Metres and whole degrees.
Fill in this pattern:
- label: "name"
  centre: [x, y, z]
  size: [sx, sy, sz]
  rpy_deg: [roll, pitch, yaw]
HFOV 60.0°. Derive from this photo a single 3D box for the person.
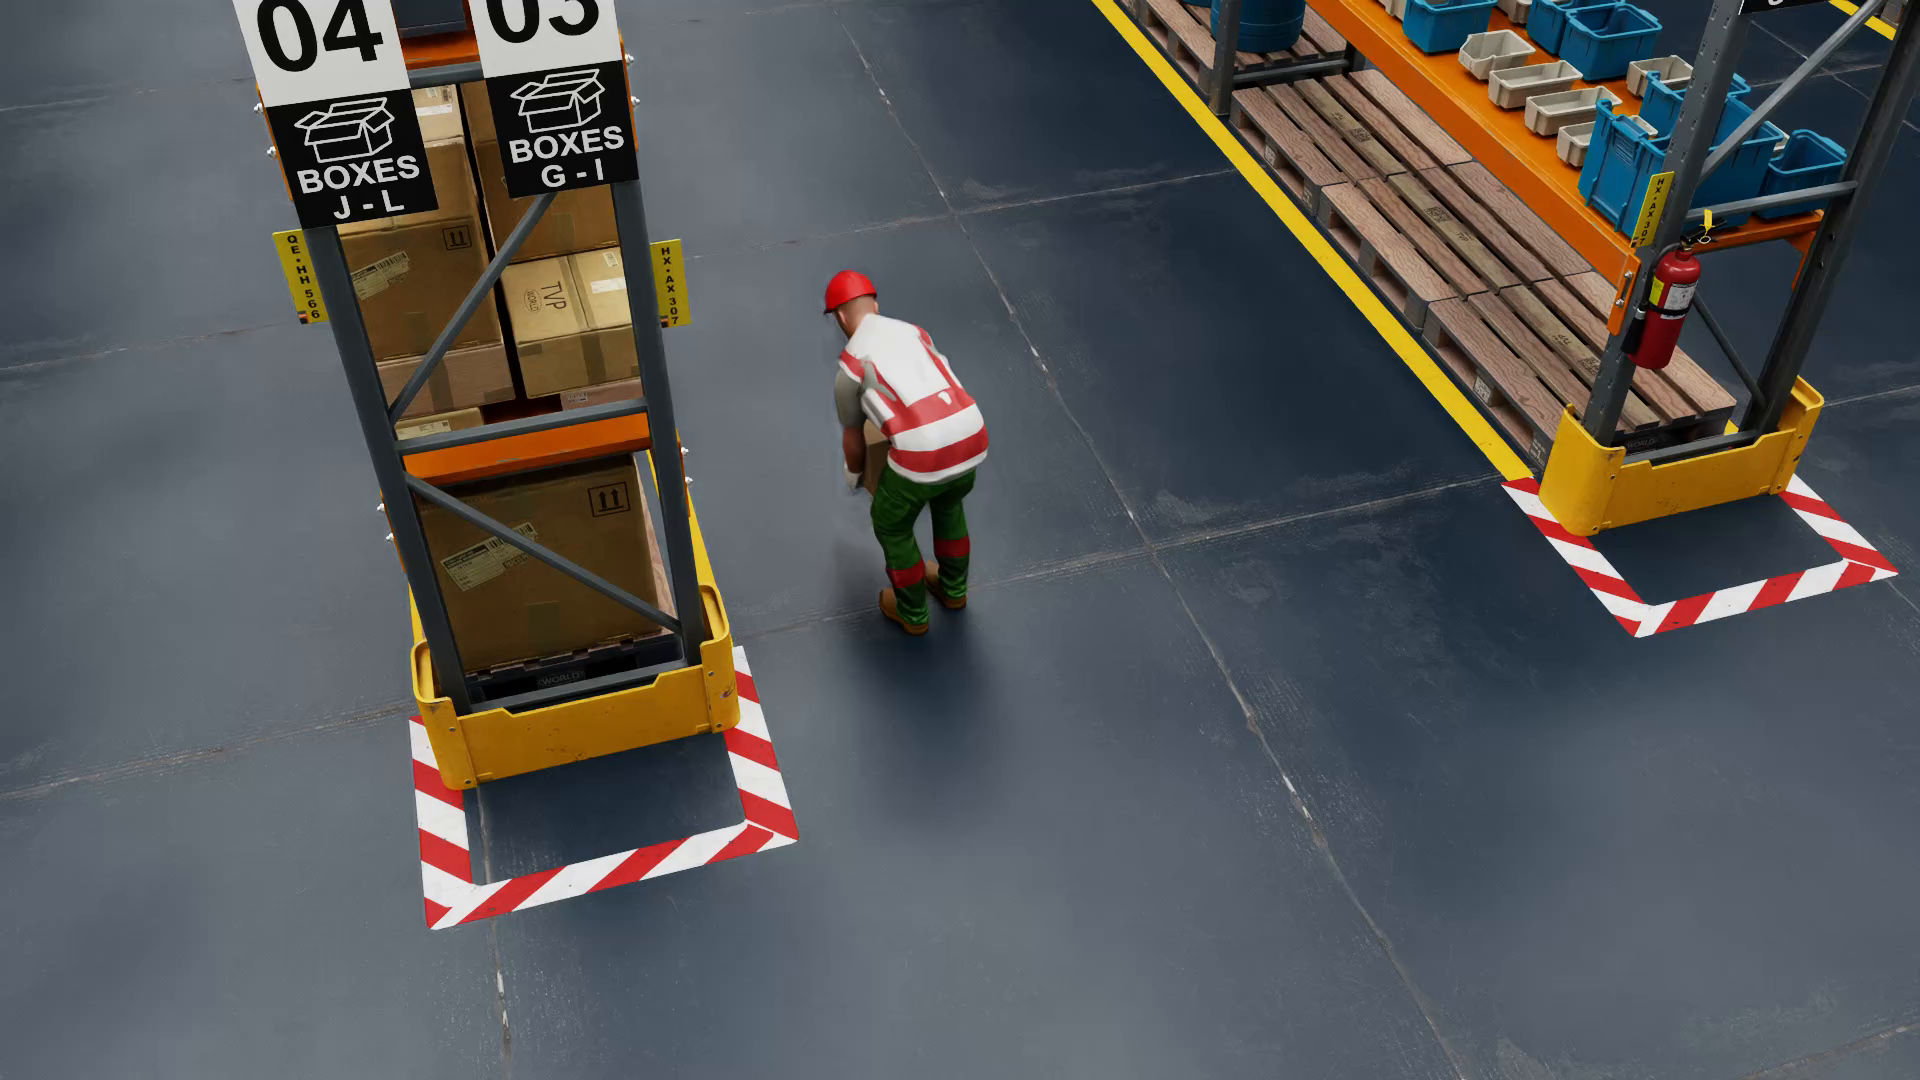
- label: "person"
  centre: [-0.249, -0.350, 6.820]
  size: [0.478, 1.401, 0.887]
  rpy_deg: [-24, 47, -24]
